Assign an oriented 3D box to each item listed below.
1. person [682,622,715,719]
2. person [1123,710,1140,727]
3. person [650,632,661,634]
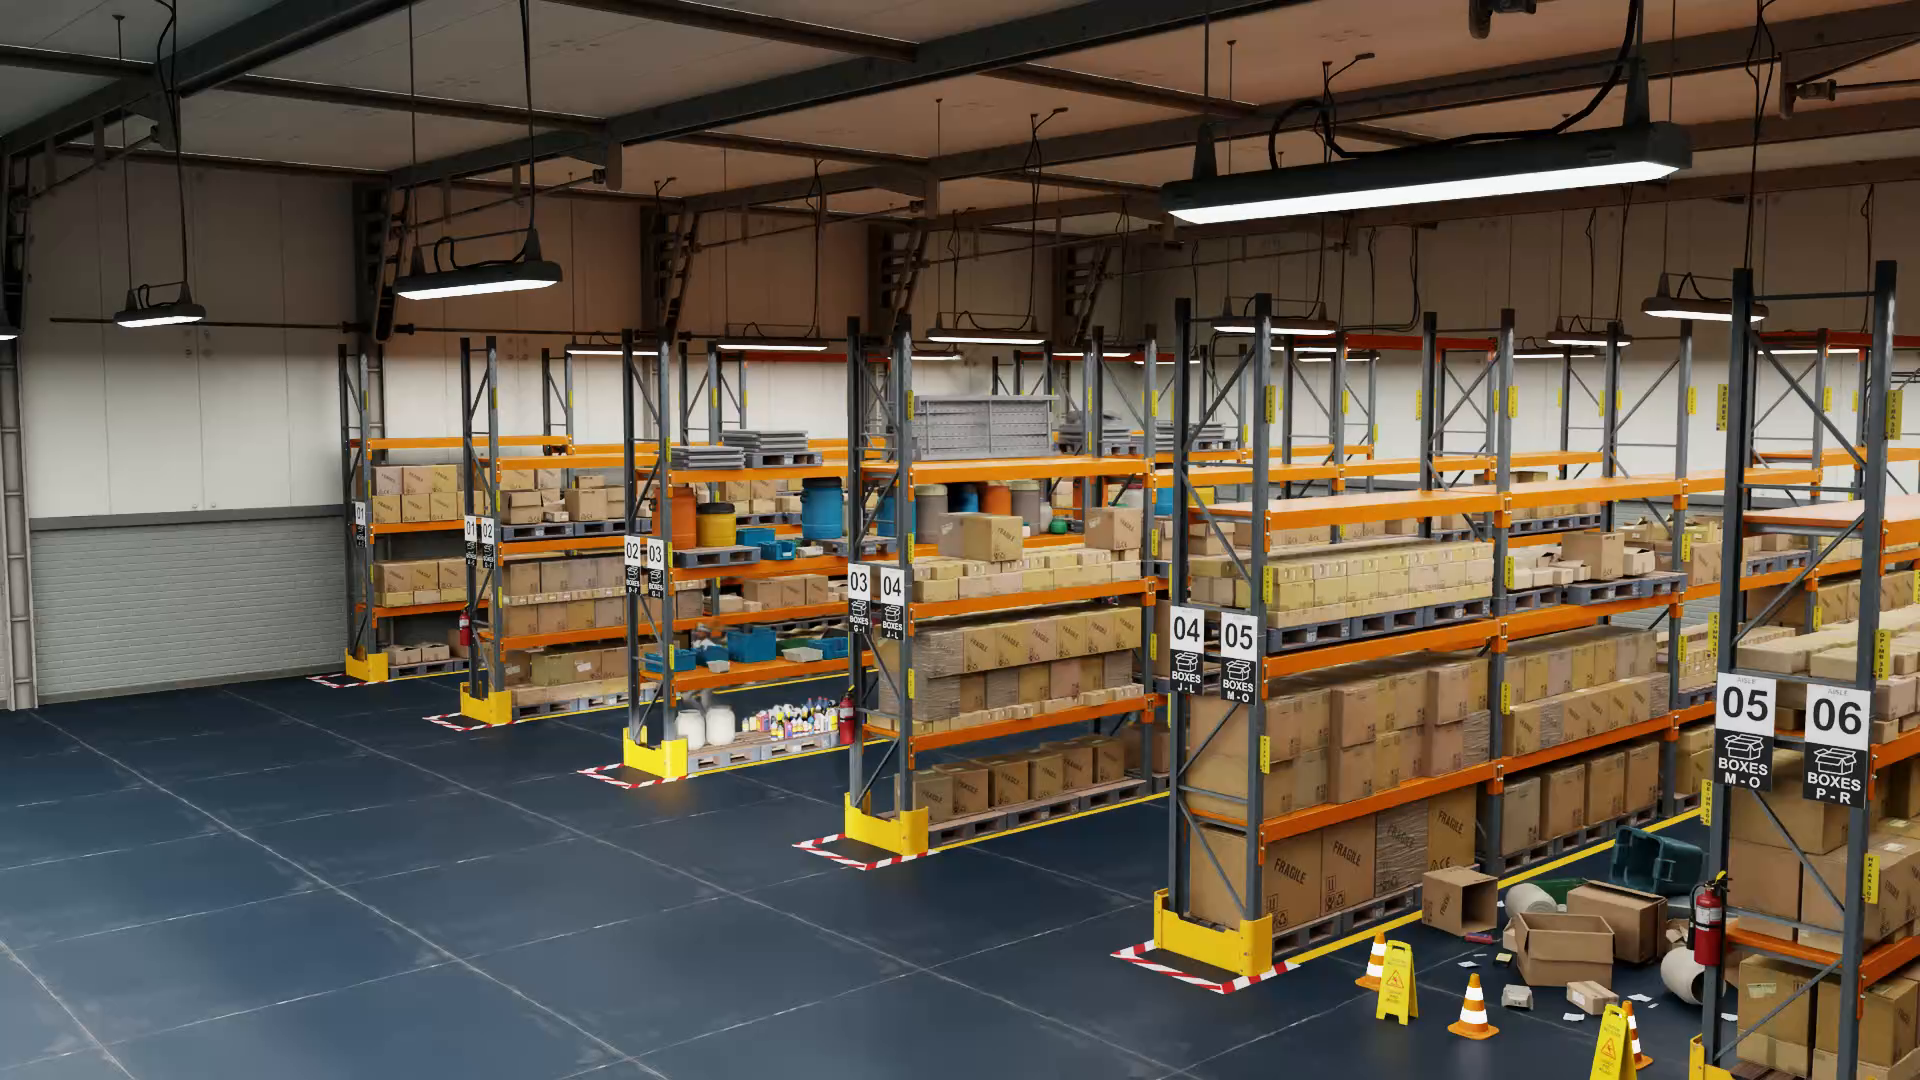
[{"bbox_3d":[-3.932,2.067,25.168,0.550,1.669,0.646,4,7,40],"label":"person"},{"bbox_3d":[2.738,1.971,25.439,0.703,1.739,1.007,4,6,35],"label":"person"},{"bbox_3d":[-5.532,1.586,30.552,0.593,1.660,0.624,4,7,40],"label":"person"}]
